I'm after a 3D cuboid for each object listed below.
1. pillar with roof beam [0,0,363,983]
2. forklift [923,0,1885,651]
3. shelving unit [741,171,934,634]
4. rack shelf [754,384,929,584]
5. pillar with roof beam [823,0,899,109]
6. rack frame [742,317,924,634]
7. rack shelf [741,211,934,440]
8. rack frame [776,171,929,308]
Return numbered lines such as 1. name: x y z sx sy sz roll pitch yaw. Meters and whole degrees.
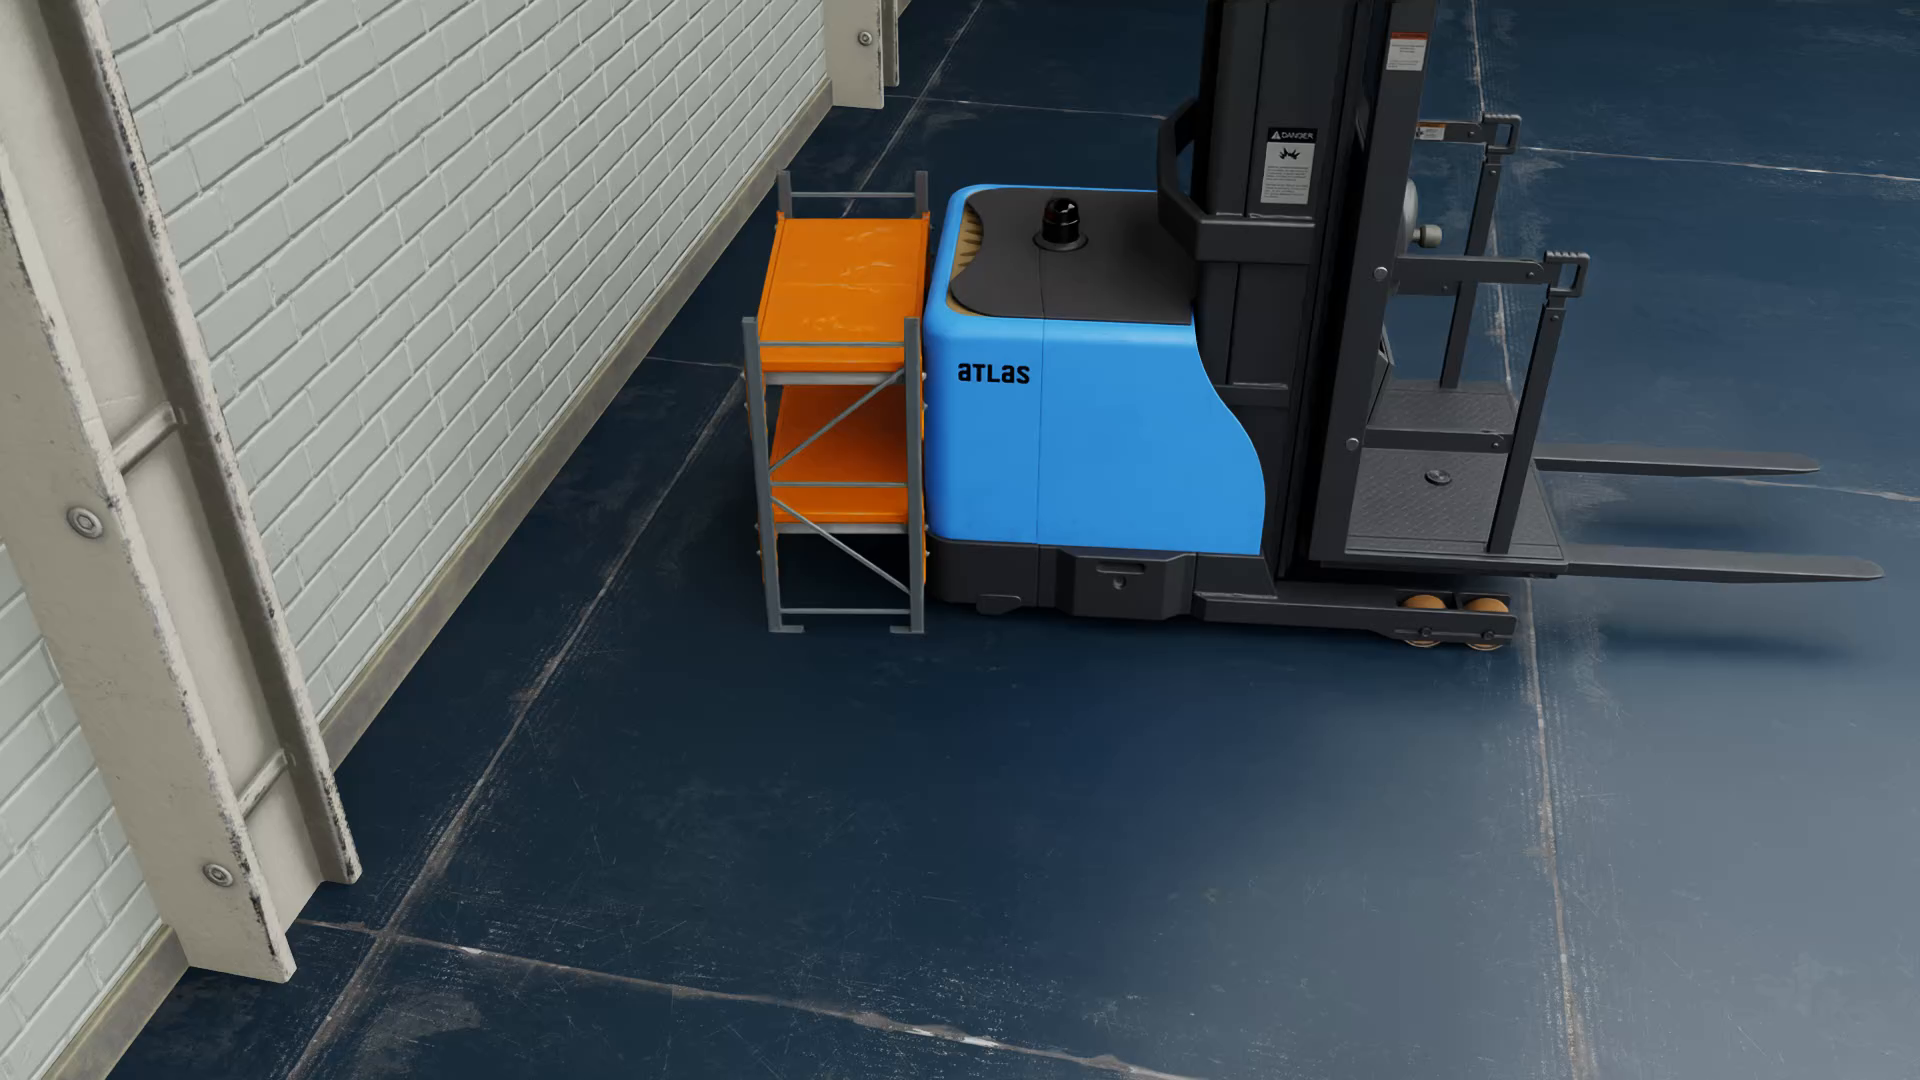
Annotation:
1. pillar with roof beam: 2.394 -2.116 1.001 9.100 9.000 0.400 7 37 10
2. forklift: 1.423 -1.164 4.858 3.031 2.935 1.130 3 36 4
3. shelving unit: -0.361 -0.464 5.432 0.538 1.125 1.048 0 36 0
4. rack shelf: -0.361 -0.266 5.575 0.538 0.278 1.000 0 36 0
5. pillar with roof beam: 3.675 -5.556 5.747 9.100 9.000 0.400 7 37 10
6. rack frame: -0.365 -0.166 5.020 0.500 1.125 0.032 0 36 0
7. rack shelf: -0.361 -0.701 5.260 0.538 0.278 1.000 0 36 0
8. rack frame: -0.358 -0.762 5.843 0.500 1.125 0.032 0 36 0
